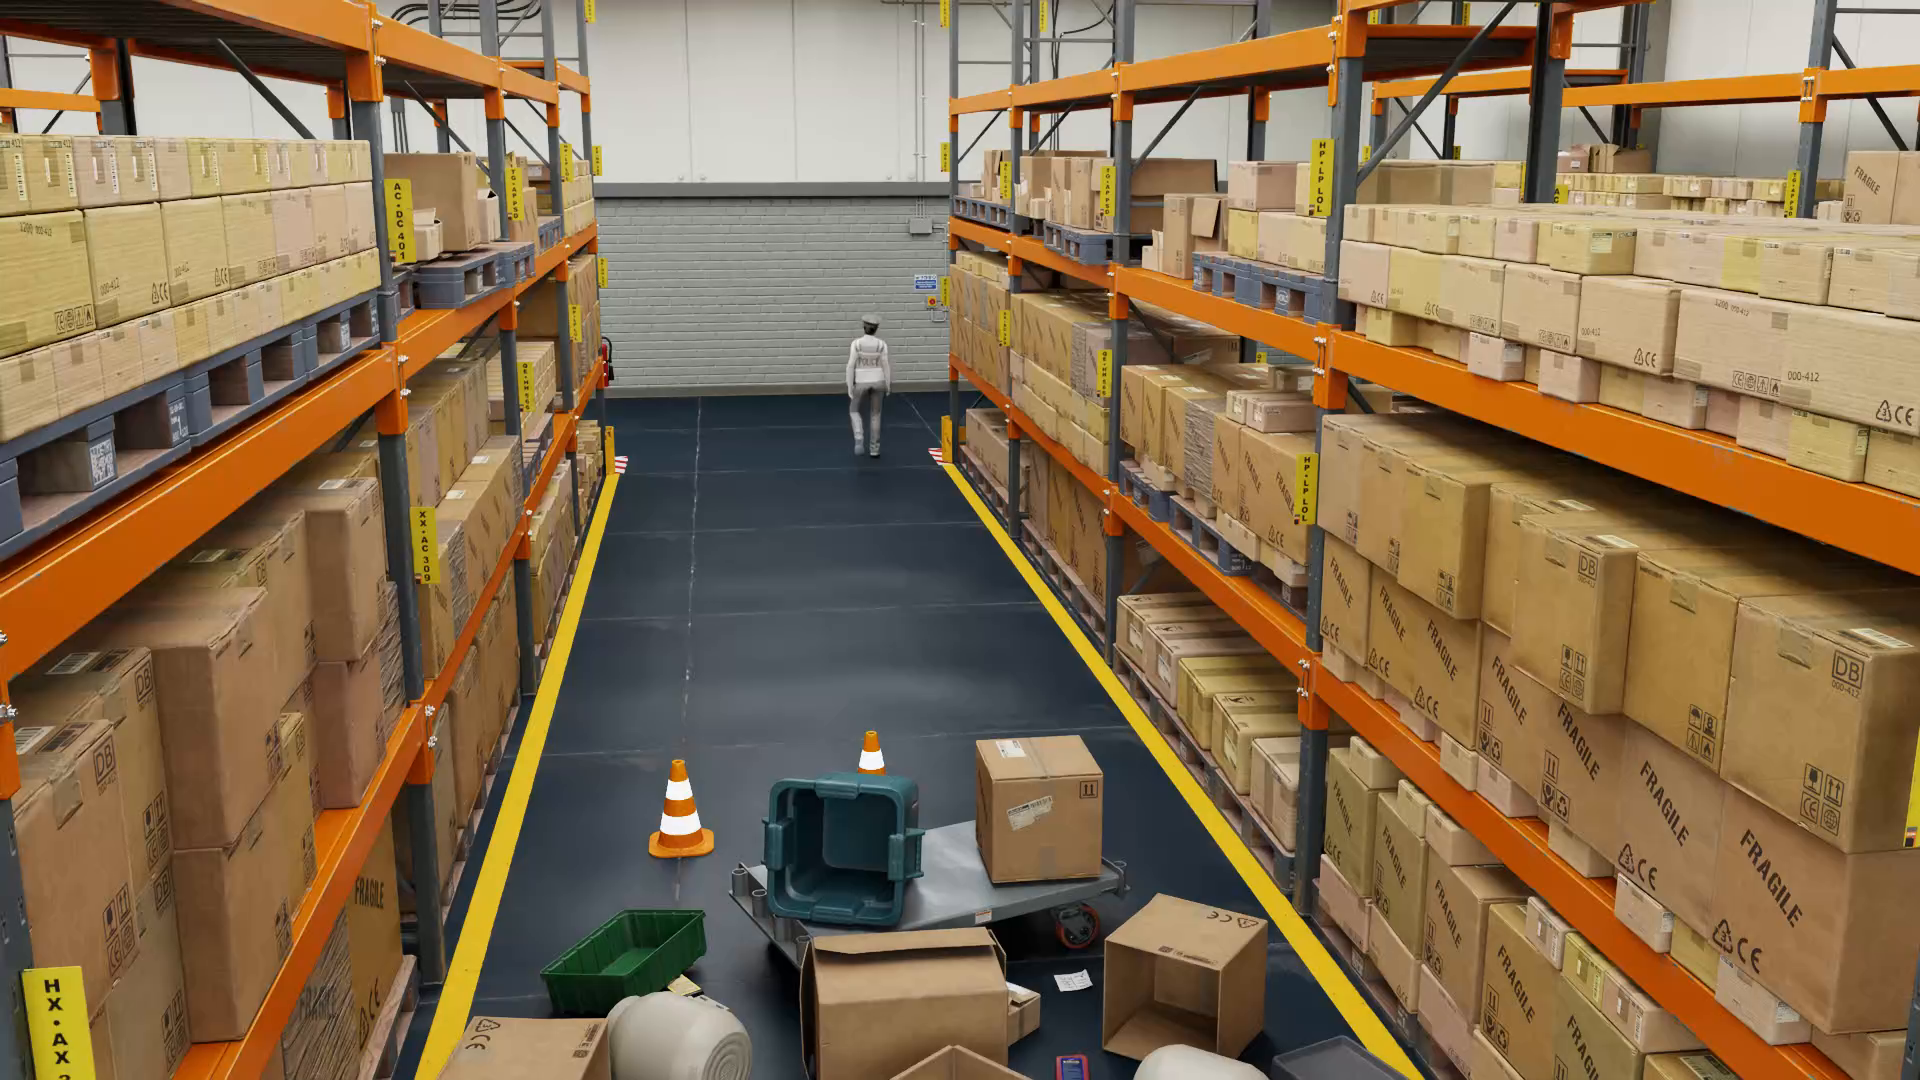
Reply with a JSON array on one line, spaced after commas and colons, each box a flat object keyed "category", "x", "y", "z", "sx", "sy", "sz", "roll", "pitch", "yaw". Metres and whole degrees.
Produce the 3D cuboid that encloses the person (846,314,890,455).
[{"category": "person", "x": -1.077, "y": -1.818, "z": 19.609, "sx": 0.526, "sy": 1.666, "sz": 0.457, "roll": -1, "pitch": 13, "yaw": -6}]
